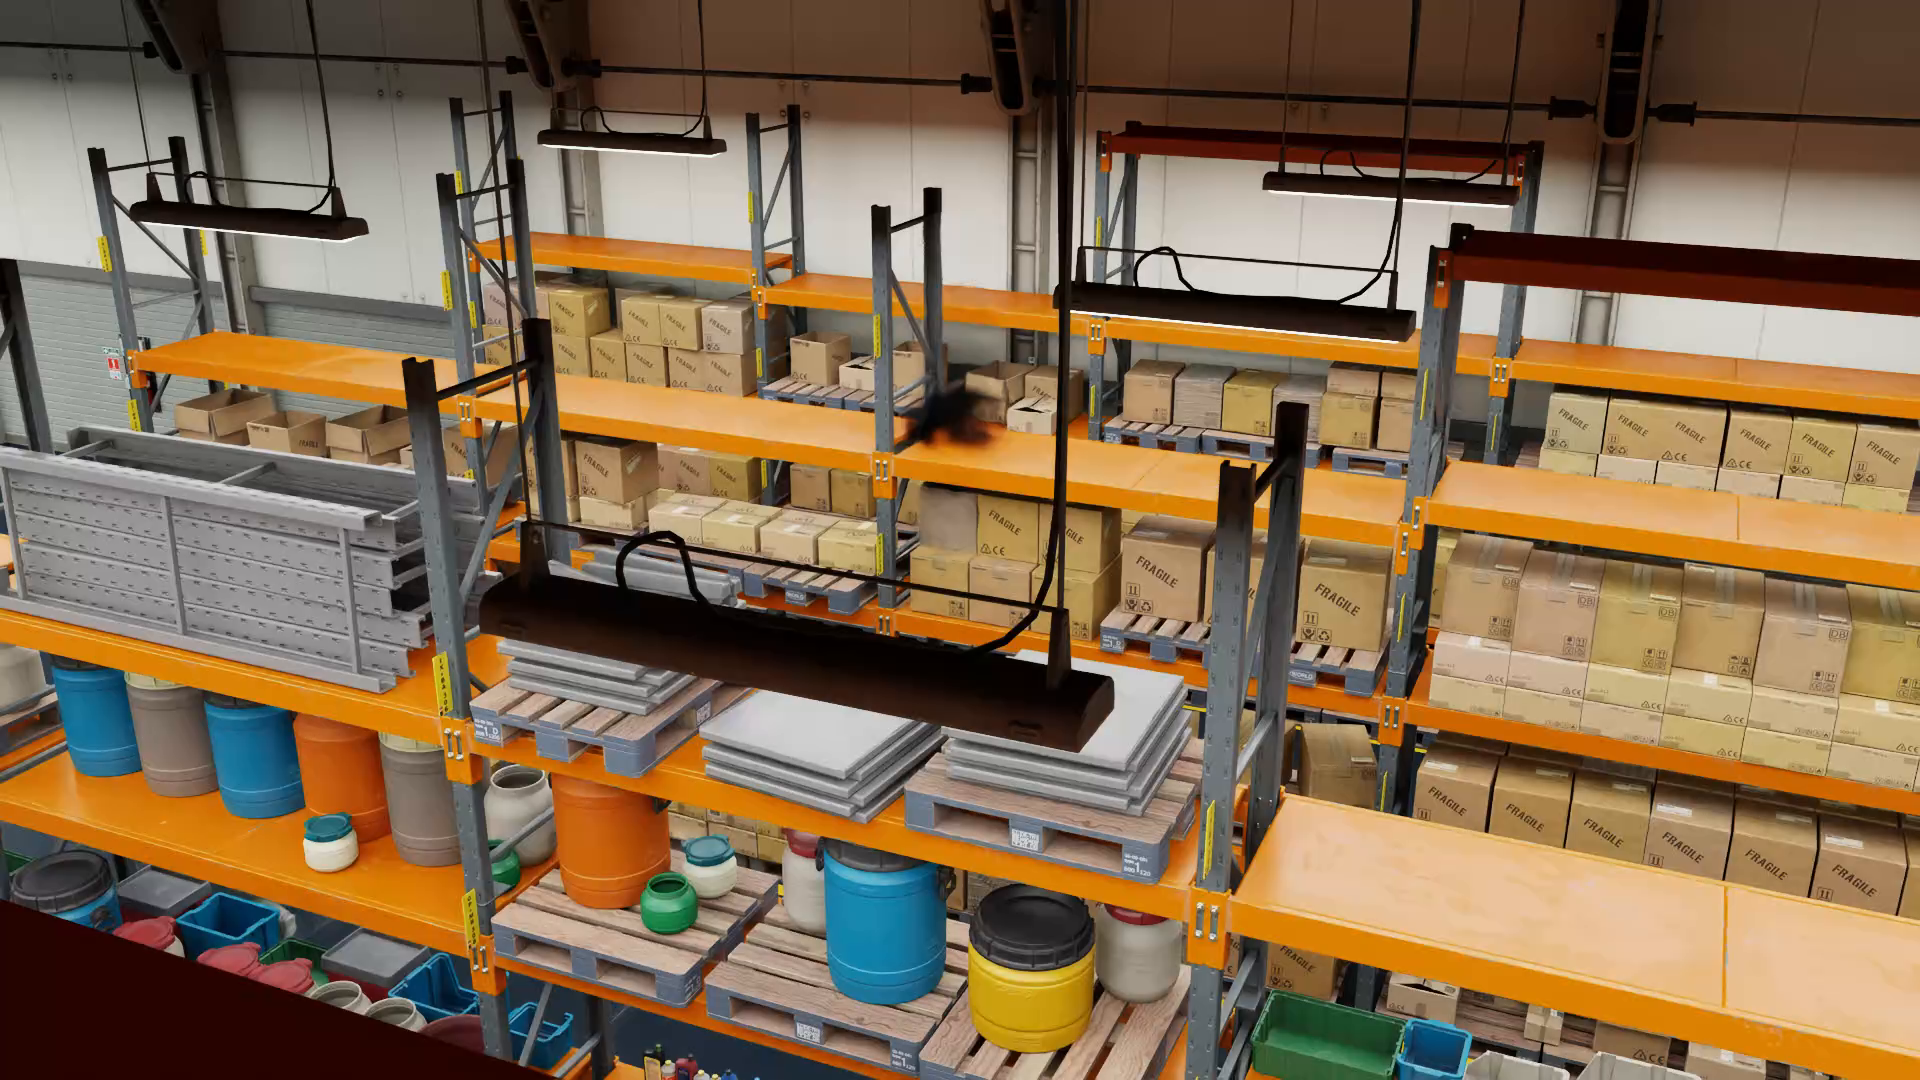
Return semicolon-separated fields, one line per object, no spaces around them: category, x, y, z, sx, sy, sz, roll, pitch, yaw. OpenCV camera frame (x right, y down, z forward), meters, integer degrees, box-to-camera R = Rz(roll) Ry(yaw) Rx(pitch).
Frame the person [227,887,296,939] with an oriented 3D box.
person;-5.701;2.642;13.328;0.545;1.658;0.588;5;21;13
